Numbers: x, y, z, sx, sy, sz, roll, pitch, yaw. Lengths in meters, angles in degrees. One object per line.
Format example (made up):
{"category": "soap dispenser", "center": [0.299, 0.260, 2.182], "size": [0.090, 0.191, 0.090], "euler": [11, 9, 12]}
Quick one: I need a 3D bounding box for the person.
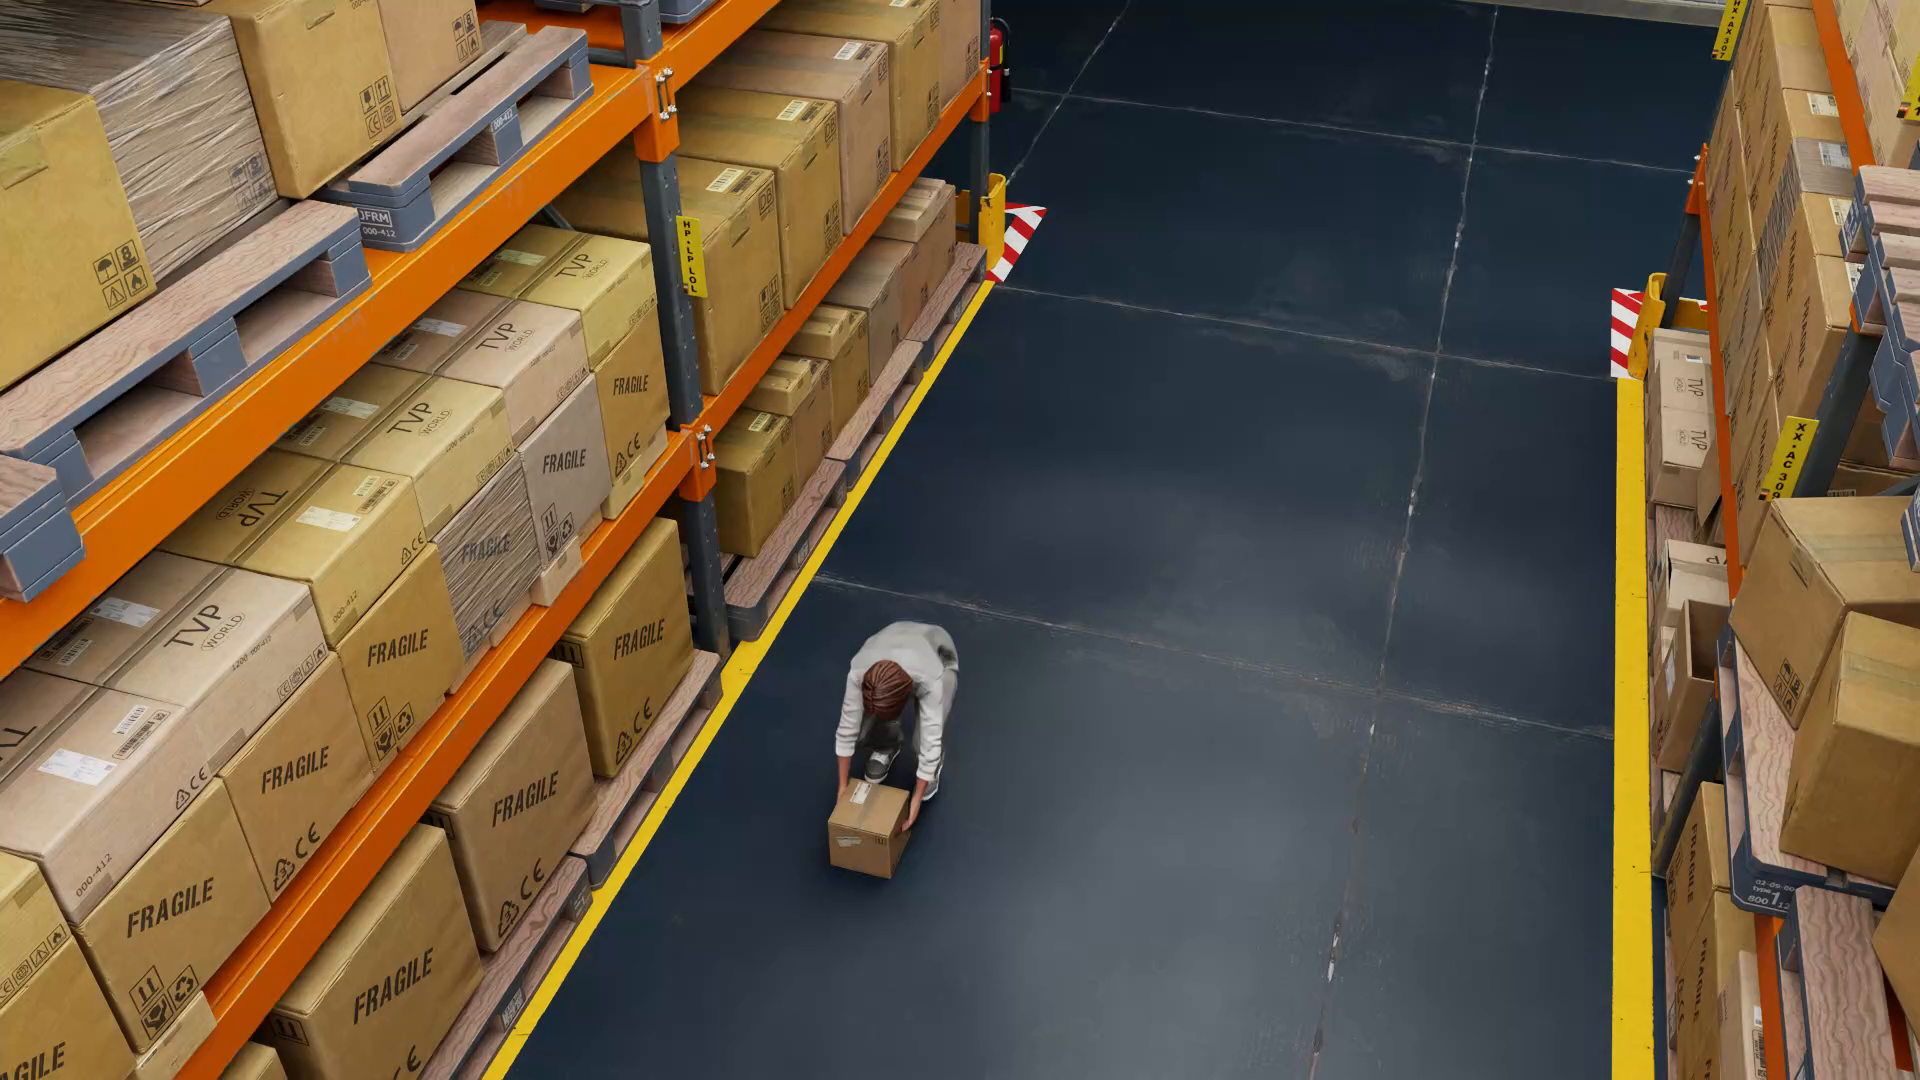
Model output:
{"category": "person", "center": [-0.224, 0.670, 6.608], "size": [0.449, 0.889, 0.792], "euler": [11, 39, 14]}
